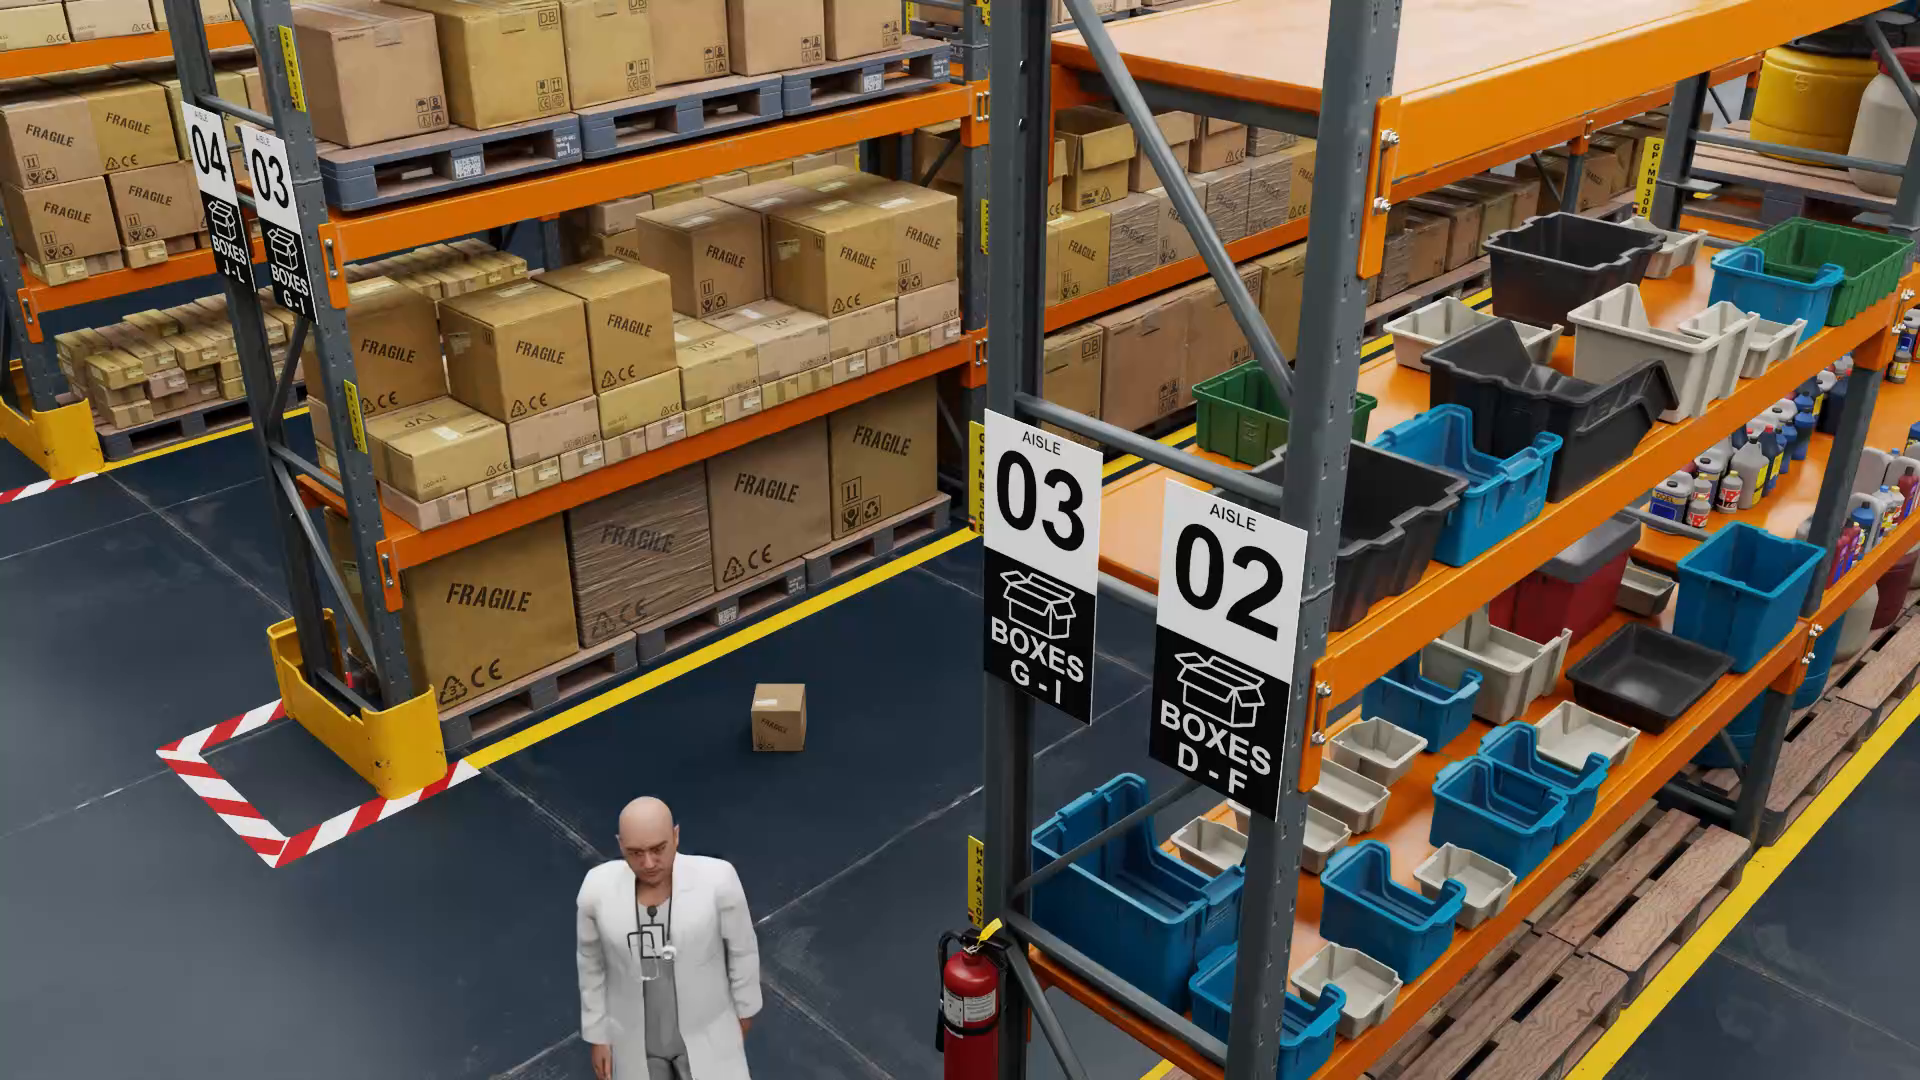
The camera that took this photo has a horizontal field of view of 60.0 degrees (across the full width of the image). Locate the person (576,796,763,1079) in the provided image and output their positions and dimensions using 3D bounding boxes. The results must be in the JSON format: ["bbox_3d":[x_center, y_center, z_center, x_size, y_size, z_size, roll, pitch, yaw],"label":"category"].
[{"bbox_3d":[-0.950,1.618,5.487,0.584,1.792,0.507,0,27,0],"label":"person"}]
